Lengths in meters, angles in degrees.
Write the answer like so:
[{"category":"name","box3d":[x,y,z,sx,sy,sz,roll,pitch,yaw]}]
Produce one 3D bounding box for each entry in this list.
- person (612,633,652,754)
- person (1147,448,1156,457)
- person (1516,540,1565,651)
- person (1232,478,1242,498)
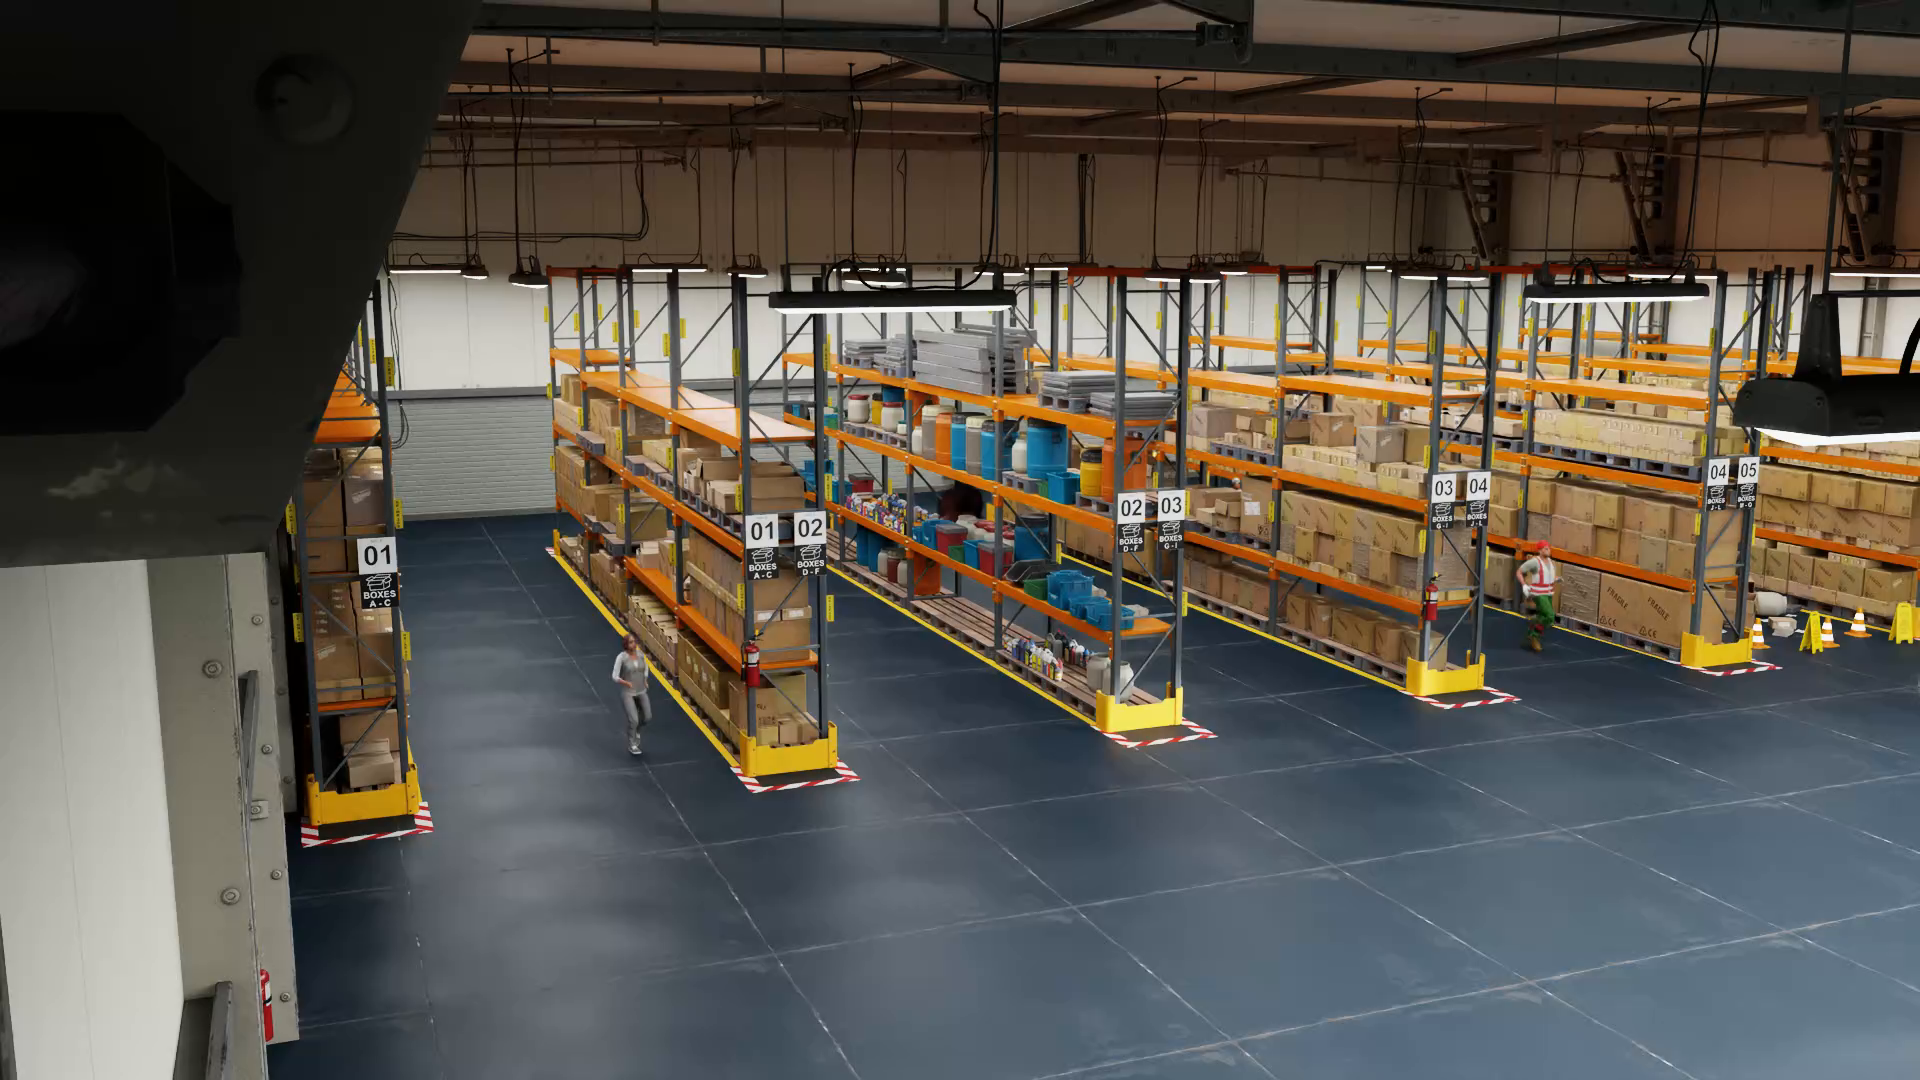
[{"category":"person","box3d":[-4.112,1.946,21.001,0.529,1.554,0.549,-7,12,-35]},{"category":"person","box3d":[4.641,-1.560,40.614,0.734,1.720,0.650,8,13,38]},{"category":"person","box3d":[9.264,0.883,26.413,0.650,1.769,0.691,-7,12,-35]},{"category":"person","box3d":[5.734,-0.497,34.801,0.614,1.638,0.578,-5,11,-27]}]
